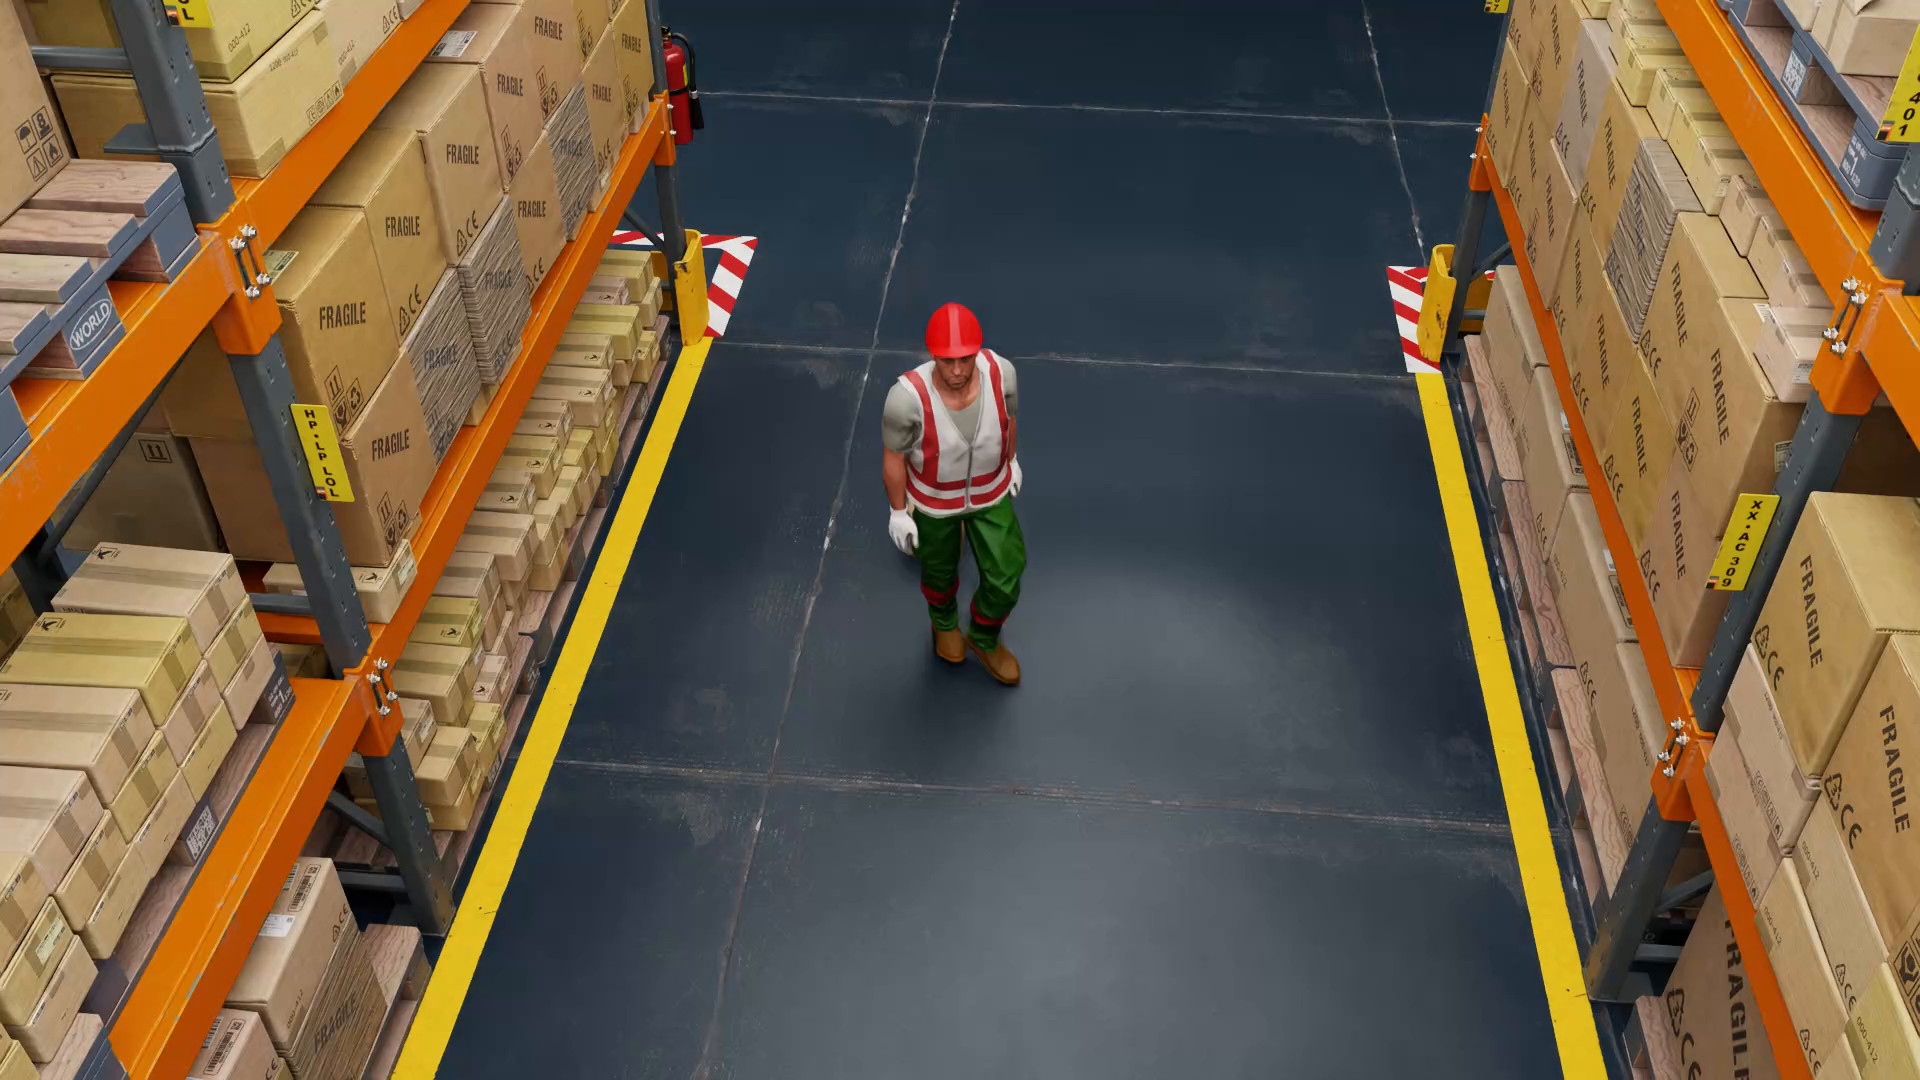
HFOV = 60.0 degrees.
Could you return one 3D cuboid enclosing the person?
[{"bbox_3d":[-0.014,-0.172,6.326,0.579,1.780,0.535,-9,41,-11],"label":"person"}]
